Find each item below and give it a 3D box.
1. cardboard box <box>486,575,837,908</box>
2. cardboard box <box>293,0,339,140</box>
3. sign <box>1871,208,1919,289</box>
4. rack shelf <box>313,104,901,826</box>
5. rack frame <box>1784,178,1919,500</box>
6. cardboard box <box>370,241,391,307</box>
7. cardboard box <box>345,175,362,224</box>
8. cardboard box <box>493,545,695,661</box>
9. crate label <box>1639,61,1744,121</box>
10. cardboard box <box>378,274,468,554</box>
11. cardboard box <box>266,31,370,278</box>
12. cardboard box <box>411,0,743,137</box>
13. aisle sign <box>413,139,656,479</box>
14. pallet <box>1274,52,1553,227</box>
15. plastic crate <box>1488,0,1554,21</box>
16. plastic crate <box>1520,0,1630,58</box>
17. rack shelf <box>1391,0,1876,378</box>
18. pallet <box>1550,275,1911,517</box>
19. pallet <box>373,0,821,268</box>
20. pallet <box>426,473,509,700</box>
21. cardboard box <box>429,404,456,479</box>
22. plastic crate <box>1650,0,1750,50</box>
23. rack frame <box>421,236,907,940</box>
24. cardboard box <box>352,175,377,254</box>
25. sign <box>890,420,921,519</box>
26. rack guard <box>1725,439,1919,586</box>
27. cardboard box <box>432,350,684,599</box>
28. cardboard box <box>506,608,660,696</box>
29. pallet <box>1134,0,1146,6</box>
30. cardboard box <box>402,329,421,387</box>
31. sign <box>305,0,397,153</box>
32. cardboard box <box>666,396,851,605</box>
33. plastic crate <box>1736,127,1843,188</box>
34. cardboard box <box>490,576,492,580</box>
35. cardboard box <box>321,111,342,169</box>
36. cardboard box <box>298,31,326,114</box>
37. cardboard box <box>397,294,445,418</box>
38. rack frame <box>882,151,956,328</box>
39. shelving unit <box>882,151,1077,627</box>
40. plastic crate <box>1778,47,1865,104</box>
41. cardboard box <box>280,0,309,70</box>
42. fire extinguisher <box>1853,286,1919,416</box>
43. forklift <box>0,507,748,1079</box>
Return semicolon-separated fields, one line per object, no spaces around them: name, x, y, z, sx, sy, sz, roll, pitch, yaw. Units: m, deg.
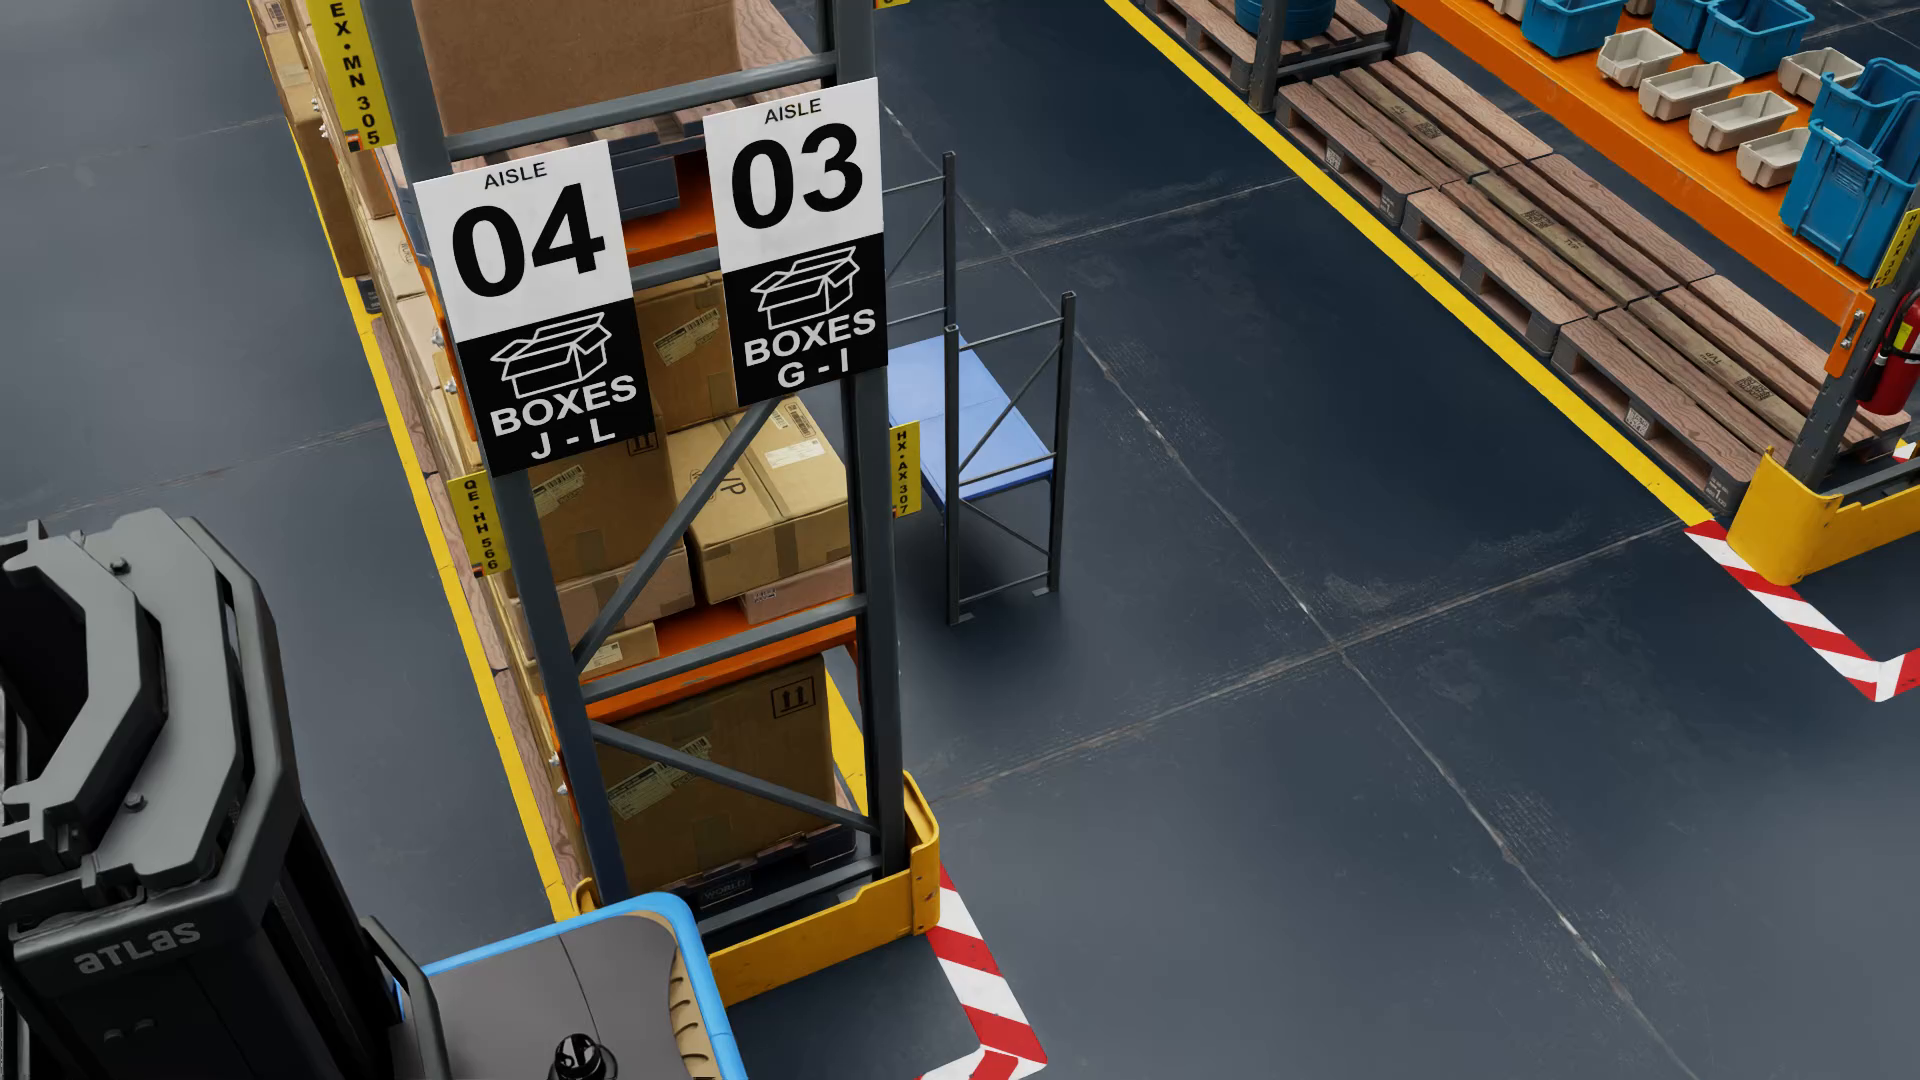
cardboard box;-1.001;0.532;5.657;0.875;0.875;0.875;-18;47;-17
cardboard box;-2.172;-1.862;6.231;0.500;0.500;0.500;-18;47;-17
sign;3.342;-1.038;5.919;0.100;0.325;0.005;-18;47;-17
rack shelf;-1.501;-0.709;6.214;1.077;0.370;4.000;-18;47;-17
rack frame;3.834;-1.153;6.152;1.000;3.000;0.127;-18;47;-17
cardboard box;-1.974;-1.037;6.213;0.380;0.149;0.250;-18;47;-17
cardboard box;-2.185;-1.361;6.541;0.380;0.149;0.250;-19;48;-18
cardboard box;-1.104;0.027;4.851;0.500;0.250;0.500;-19;48;-18
crate label;3.079;-1.906;7.060;0.396;0.136;0.243;-18;47;-17
cardboard box;-1.758;-0.615;6.820;0.875;0.875;0.875;-18;47;-17
cardboard box;-2.629;-2.034;8.259;1.225;0.875;0.875;-18;47;-17
cardboard box;-0.927;-1.294;3.718;0.700;0.500;0.500;-21;48;-20
aisle sign;-0.902;-0.481;3.620;0.394;0.787;0.004;-18;47;-17
pallet;2.497;-2.252;9.251;1.003;0.211;1.213;-18;47;-17
plastic crate;2.627;-2.654;7.714;0.437;0.282;0.530;-18;47;-17
plastic crate;2.738;-2.348;7.439;0.416;0.233;0.300;-18;47;-17
rack shelf;2.993;-2.171;7.696;1.077;0.370;4.000;-18;47;-17
pallet;3.523;-0.697;7.675;1.003;0.211;1.213;-18;47;-17
pallet;-0.981;-1.196;4.123;1.003;0.211;1.213;-18;47;-17
pallet;-1.576;0.040;6.928;1.003;0.211;1.213;-18;47;-17
cardboard box;-1.539;-0.381;5.548;0.380;0.149;0.250;-19;48;-18
plastic crate;3.349;-2.400;7.492;0.416;0.233;0.300;-18;47;-17
rack frame;-0.660;0.310;4.669;1.000;3.000;0.127;-18;47;-17
cardboard box;-1.954;-1.268;6.163;0.500;0.250;0.500;-17;47;-16
sign;-0.154;-0.187;4.500;0.100;0.325;0.005;-18;47;-17
rack guard;3.856;-0.252;7.018;1.175;0.500;0.348;-18;47;-17
cardboard box;-1.103;-0.242;4.590;0.500;0.500;0.500;-17;47;-17
cardboard box;-1.108;0.270;4.889;0.380;0.149;0.250;-17;47;-17
pallet;1.349;-3.992;11.014;1.003;0.211;1.213;-18;47;-17
cardboard box;-1.751;-0.705;5.876;0.380;0.149;0.250;-17;47;-17
sign;-1.158;-0.894;3.179;0.100;0.325;0.005;-18;47;-17
cardboard box;-0.617;-0.128;5.008;0.500;0.250;0.500;-19;48;-18
plastic crate;3.327;-1.547;6.696;0.396;0.136;0.243;-18;47;-17
cardboard box;-1.324;-0.057;5.220;0.380;0.149;0.250;-18;47;-17
cardboard box;-2.408;-1.696;6.881;0.380;0.149;0.250;-20;48;-19
cardboard box;-2.382;-1.915;6.819;0.500;0.250;0.500;-19;48;-18
cardboard box;-1.531;-0.621;5.507;0.500;0.250;0.500;-20;48;-19
rack frame;-0.250;-0.912;6.975;0.500;1.500;0.032;-18;47;-17
shelving unit;-0.036;-0.588;6.647;0.538;1.500;1.048;-18;47;-17
plastic crate;3.684;-1.996;7.151;0.250;0.136;0.298;-18;47;-17
cardboard box;-2.786;-2.492;7.438;0.500;0.500;0.500;-18;47;-17
fire extinguisher;3.485;-0.762;6.076;0.296;0.674;0.183;-18;47;-17
forklift;-1.982;1.383;3.631;3.031;2.935;1.130;-16;47;-15
